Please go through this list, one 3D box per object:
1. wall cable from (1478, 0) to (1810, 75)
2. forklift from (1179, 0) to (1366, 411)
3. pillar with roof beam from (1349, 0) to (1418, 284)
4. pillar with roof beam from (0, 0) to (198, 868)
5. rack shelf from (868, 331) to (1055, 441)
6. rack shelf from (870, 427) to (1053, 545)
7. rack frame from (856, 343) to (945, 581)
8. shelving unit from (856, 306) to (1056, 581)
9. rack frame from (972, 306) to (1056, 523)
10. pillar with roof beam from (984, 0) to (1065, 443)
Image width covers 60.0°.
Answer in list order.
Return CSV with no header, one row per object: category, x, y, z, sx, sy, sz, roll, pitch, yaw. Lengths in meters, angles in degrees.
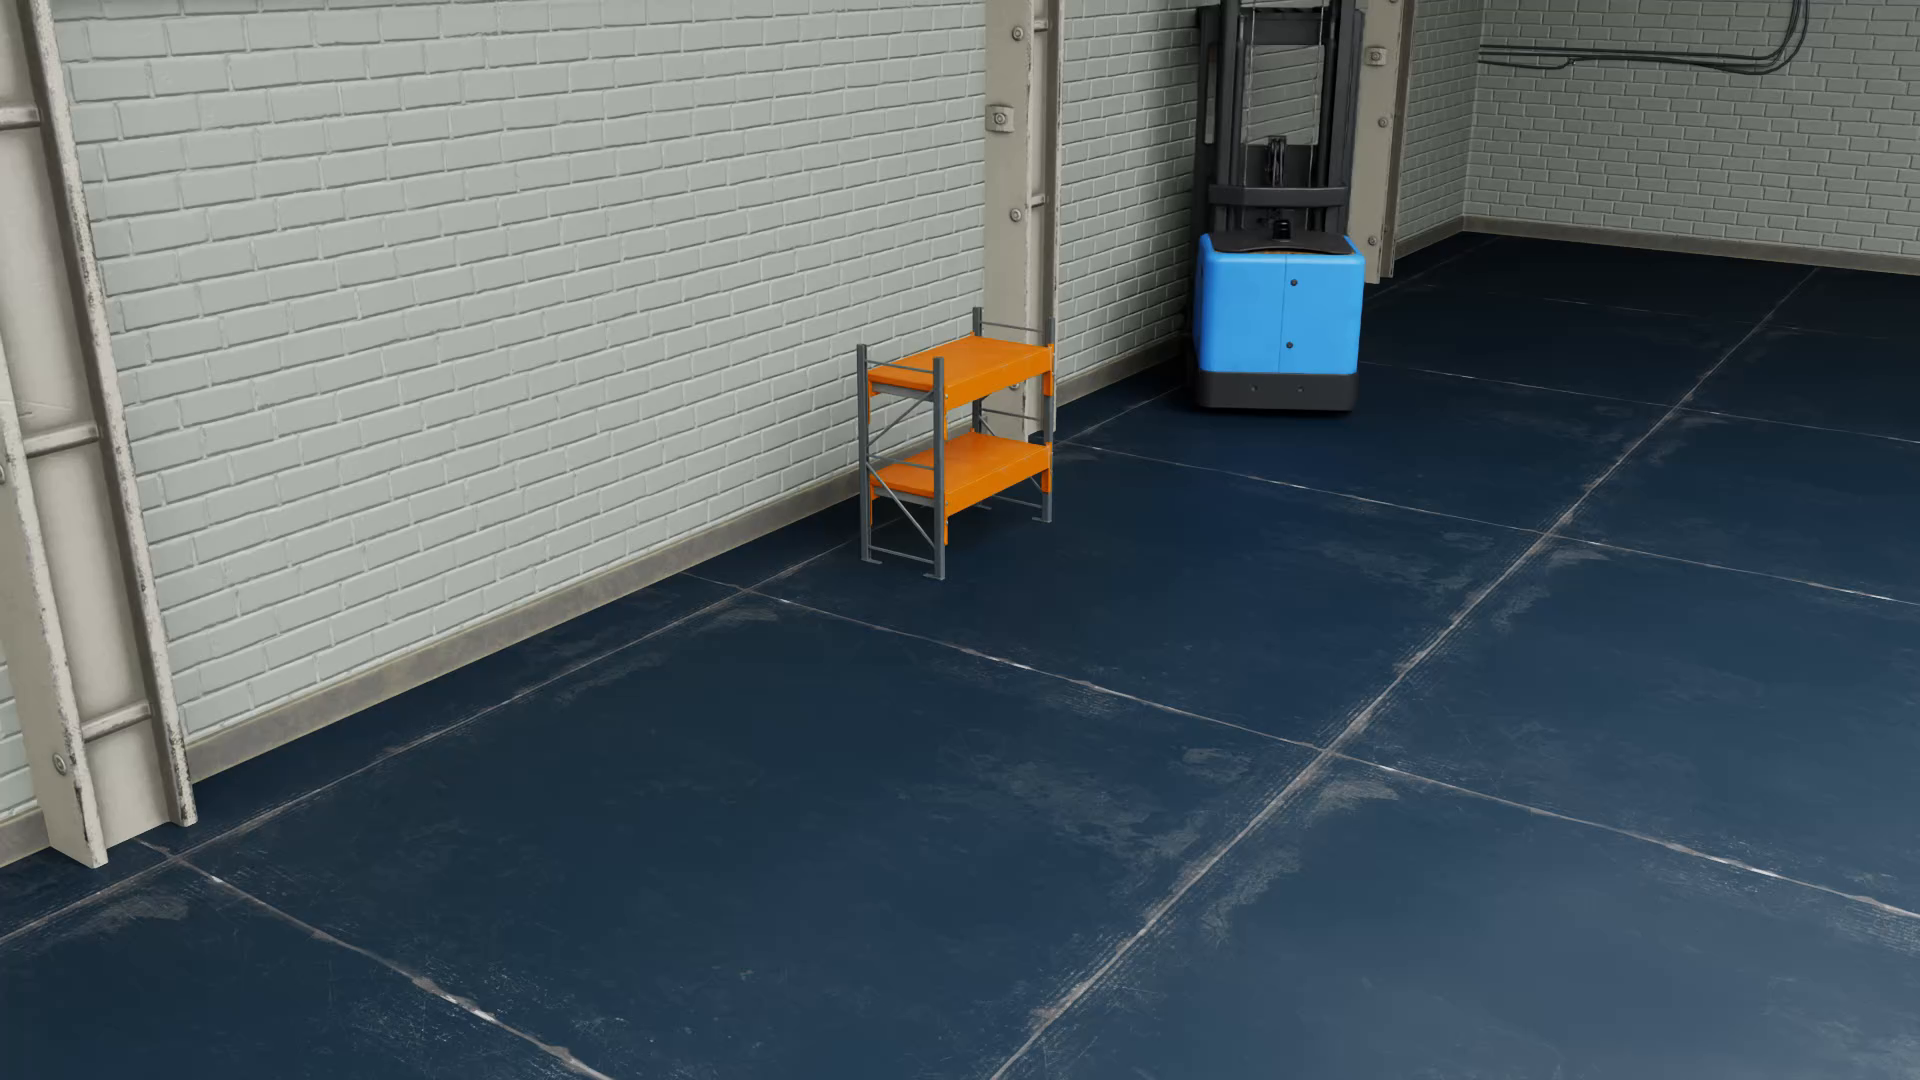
wall cable,6.503,-5.752,15.819,3.097,2.526,0.112,13,24,32
forklift,2.193,-2.686,11.801,1.130,2.935,3.031,2,20,4
pillar with roof beam,7.314,-5.781,11.423,9.100,9.000,0.400,13,24,32
pillar with roof beam,0.568,-2.338,2.115,9.100,9.000,0.400,13,24,32
rack shelf,-0.004,-0.800,8.463,0.538,0.278,1.000,13,24,32
rack shelf,-0.004,-0.296,8.649,0.538,0.278,1.000,13,24,32
rack frame,-0.290,-0.380,8.170,0.500,1.125,0.032,13,24,32
shelving unit,-0.004,-0.526,8.565,0.538,1.125,1.048,13,24,32
rack frame,0.282,-0.671,8.959,0.500,1.125,0.032,13,24,32
pillar with roof beam,3.941,-4.060,6.769,9.100,9.000,0.400,13,24,32
